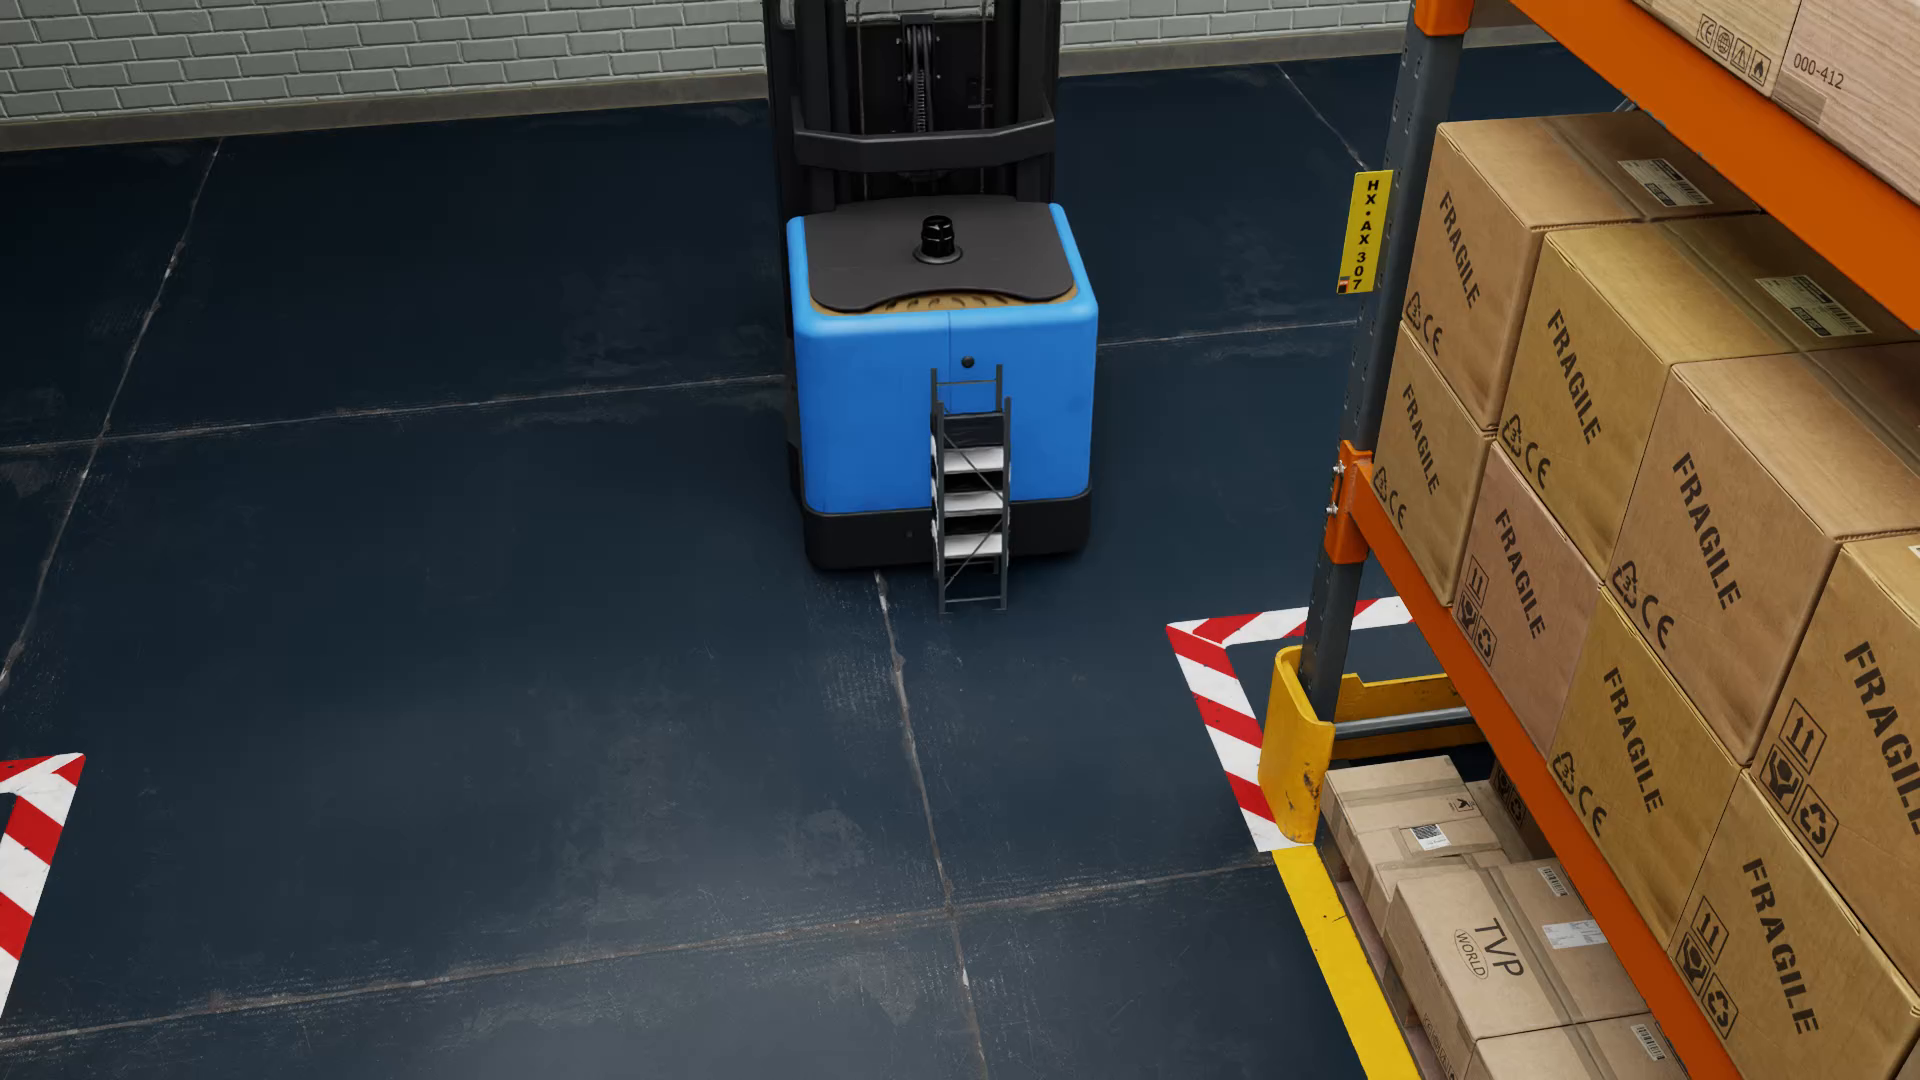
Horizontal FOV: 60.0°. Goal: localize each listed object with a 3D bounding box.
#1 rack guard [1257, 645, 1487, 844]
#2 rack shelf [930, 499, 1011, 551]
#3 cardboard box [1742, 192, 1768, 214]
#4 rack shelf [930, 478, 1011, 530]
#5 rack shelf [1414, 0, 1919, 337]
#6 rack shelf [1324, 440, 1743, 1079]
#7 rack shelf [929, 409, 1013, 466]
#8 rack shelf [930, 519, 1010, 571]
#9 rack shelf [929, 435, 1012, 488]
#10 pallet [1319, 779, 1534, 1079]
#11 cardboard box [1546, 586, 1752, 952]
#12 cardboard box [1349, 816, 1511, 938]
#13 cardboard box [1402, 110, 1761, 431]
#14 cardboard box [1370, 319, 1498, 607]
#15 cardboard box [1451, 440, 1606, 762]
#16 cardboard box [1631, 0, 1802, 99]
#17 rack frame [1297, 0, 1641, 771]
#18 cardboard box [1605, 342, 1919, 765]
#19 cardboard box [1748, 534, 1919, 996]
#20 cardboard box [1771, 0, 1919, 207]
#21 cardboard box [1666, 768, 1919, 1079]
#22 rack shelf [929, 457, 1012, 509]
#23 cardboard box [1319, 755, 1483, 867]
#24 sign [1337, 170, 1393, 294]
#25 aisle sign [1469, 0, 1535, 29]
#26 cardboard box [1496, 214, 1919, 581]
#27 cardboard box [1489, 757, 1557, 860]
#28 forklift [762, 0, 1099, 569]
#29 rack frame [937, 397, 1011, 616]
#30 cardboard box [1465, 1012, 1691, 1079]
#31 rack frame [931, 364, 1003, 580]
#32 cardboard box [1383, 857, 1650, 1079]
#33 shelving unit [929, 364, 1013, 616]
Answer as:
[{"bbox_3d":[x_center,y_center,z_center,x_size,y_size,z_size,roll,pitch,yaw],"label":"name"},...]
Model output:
[{"bbox_3d":[1.539,0.567,5.113,1.175,0.500,0.348,-6,38,-8],"label":"rack guard"},{"bbox_3d":[0.034,-0.062,5.797,0.258,0.077,0.200,-4,38,-5],"label":"rack shelf"},{"bbox_3d":[1.874,-0.661,3.759,0.500,0.500,0.500,-7,38,-8],"label":"cardboard box"},{"bbox_3d":[0.034,-0.133,5.742,0.258,0.077,0.200,-4,38,-5],"label":"rack shelf"},{"bbox_3d":[1.876,-0.158,2.150,1.077,0.370,4.000,-6,38,-8],"label":"rack shelf"},{"bbox_3d":[1.876,1.026,3.071,1.077,0.370,4.000,-6,38,-8],"label":"rack shelf"},{"bbox_3d":[0.034,-0.346,5.576,0.258,0.077,0.200,-4,38,-5],"label":"rack shelf"},{"bbox_3d":[0.034,0.009,5.852,0.258,0.077,0.200,-4,38,-5],"label":"rack shelf"},{"bbox_3d":[0.034,-0.275,5.631,0.258,0.077,0.200,-4,38,-5],"label":"rack shelf"},{"bbox_3d":[1.680,1.163,4.582,1.003,0.211,1.213,-6,38,-8],"label":"pallet"},{"bbox_3d":[1.525,0.405,3.202,0.500,0.500,0.500,-6,38,-8],"label":"cardboard box"},{"bbox_3d":[1.305,0.920,4.572,0.380,0.166,0.250,-6,38,-8],"label":"cardboard box"},{"bbox_3d":[1.344,-0.604,3.686,0.500,0.500,0.500,-5,38,-7],"label":"cardboard box"},{"bbox_3d":[1.344,-0.209,3.993,0.500,0.500,0.500,-5,38,-7],"label":"cardboard box"},{"bbox_3d":[1.440,0.102,3.592,0.500,0.500,0.500,-7,38,-8],"label":"cardboard box"},{"bbox_3d":[1.440,-0.950,2.705,0.500,0.250,0.500,-6,38,-8],"label":"cardboard box"},{"bbox_3d":[1.526,-0.466,4.405,1.000,3.000,0.127,-6,38,-8],"label":"rack frame"},{"bbox_3d":[1.526,0.014,2.891,0.500,0.500,0.500,-6,38,-7],"label":"cardboard box"},{"bbox_3d":[1.616,0.320,2.496,0.500,0.500,0.500,-7,38,-8],"label":"cardboard box"},{"bbox_3d":[1.530,-0.648,2.317,0.500,0.250,0.500,-6,38,-8],"label":"cardboard box"},{"bbox_3d":[1.611,0.708,2.813,0.500,0.500,0.500,-6,38,-7],"label":"cardboard box"},{"bbox_3d":[0.034,-0.204,5.686,0.258,0.077,0.200,-4,38,-5],"label":"rack shelf"},{"bbox_3d":[1.261,0.776,4.771,0.380,0.149,0.250,-6,38,-8],"label":"cardboard box"},{"bbox_3d":[0.991,-0.749,4.064,0.100,0.325,0.005,-6,38,-8],"label":"sign"},{"bbox_3d":[1.225,-1.502,3.620,0.394,0.787,0.004,-6,38,-8],"label":"aisle sign"},{"bbox_3d":[1.443,-0.289,3.281,0.500,0.500,0.500,-6,38,-7],"label":"cardboard box"},{"bbox_3d":[1.863,0.649,4.648,0.500,0.500,0.500,-6,38,-8],"label":"cardboard box"},{"bbox_3d":[-0.204,-1.948,6.369,1.130,2.935,3.031,-4,38,-5],"label":"forklift"},{"bbox_3d":[0.046,-0.097,5.641,0.240,0.900,0.006,-4,38,-5],"label":"rack frame"},{"bbox_3d":[1.517,1.409,3.874,0.500,0.250,0.500,-6,38,-8],"label":"cardboard box"},{"bbox_3d":[0.022,-0.221,5.801,0.240,0.900,0.006,-4,38,-5],"label":"rack frame"},{"bbox_3d":[1.429,1.107,4.263,0.500,0.250,0.500,-6,38,-8],"label":"cardboard box"},{"bbox_3d":[0.034,-0.159,5.721,0.258,0.900,0.210,-4,38,-5],"label":"shelving unit"}]
